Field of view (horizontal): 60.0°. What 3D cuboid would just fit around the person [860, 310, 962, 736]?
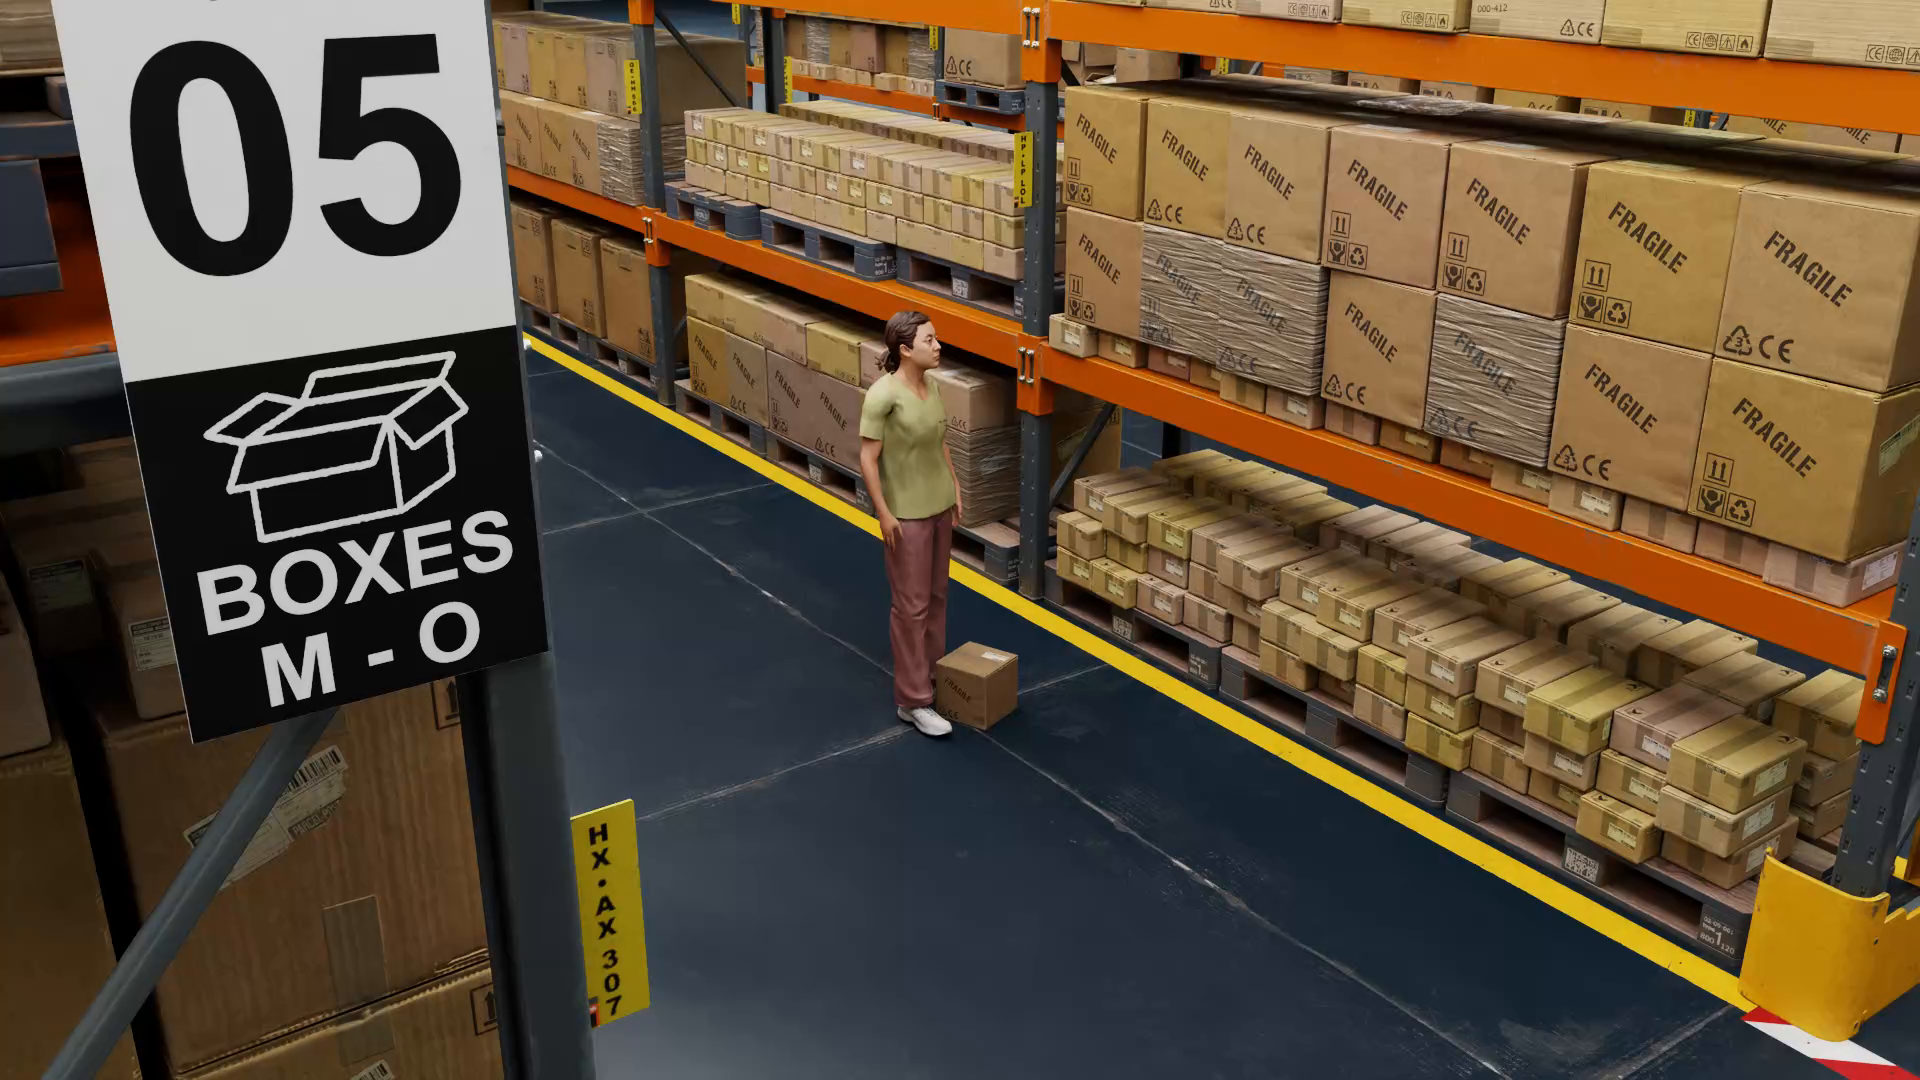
[{"bbox_3d":[-0.123,-0.097,6.808,0.548,1.673,0.553,15,26,33],"label":"person"}]
